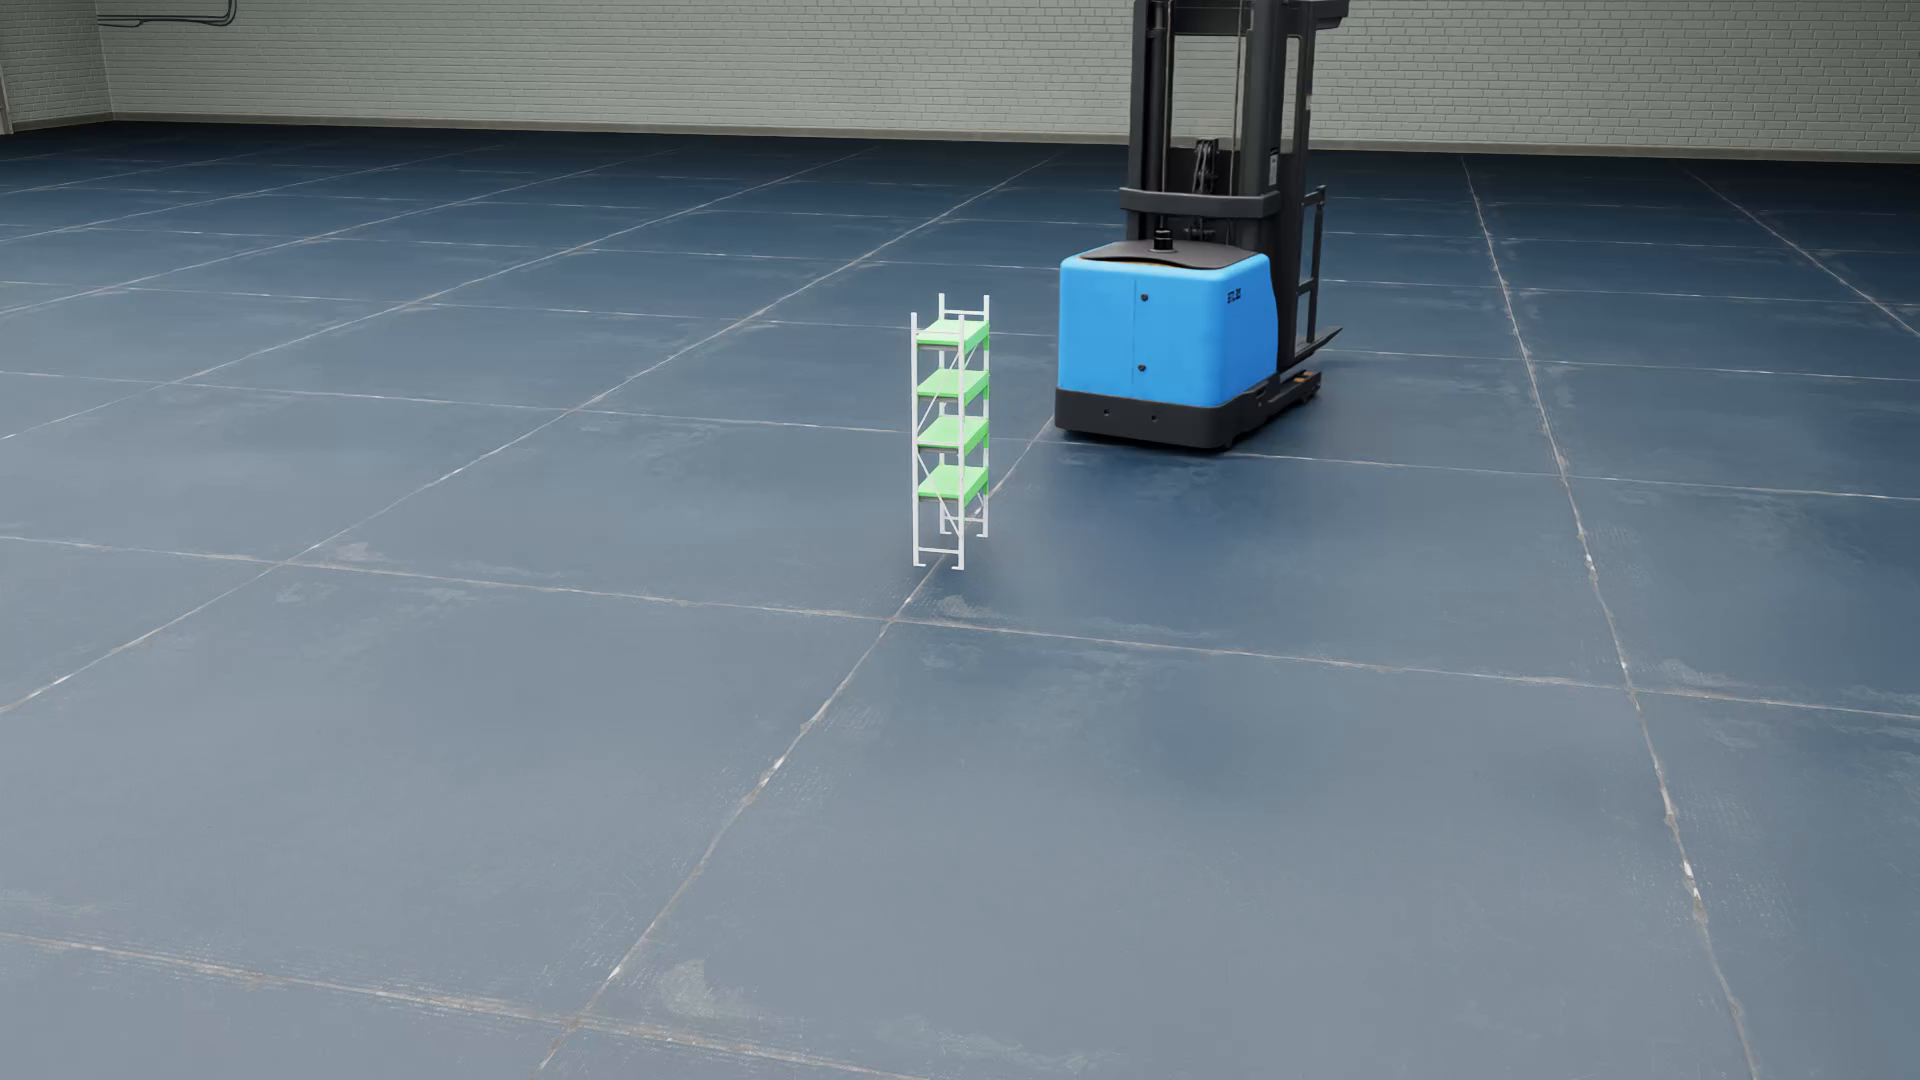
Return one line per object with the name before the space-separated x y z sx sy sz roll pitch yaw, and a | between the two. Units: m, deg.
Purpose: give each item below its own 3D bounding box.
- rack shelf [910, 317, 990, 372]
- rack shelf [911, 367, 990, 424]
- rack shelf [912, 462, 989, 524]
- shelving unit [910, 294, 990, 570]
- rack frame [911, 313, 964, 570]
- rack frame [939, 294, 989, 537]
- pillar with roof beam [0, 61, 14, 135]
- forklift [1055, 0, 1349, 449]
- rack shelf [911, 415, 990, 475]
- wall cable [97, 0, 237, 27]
rack shelf | -0.040 -0.910 7.707 0.258 0.148 0.480 5 19 13
rack shelf | -0.040 -0.683 7.785 0.258 0.148 0.480 5 19 13
rack shelf | -0.040 -0.228 7.940 0.258 0.148 0.480 5 19 13
shelving unit | -0.040 -0.516 7.842 0.258 1.200 0.503 5 19 13
rack frame | -0.100 -0.439 7.618 0.240 1.200 0.015 5 19 13
rack frame | 0.019 -0.592 8.066 0.240 1.200 0.015 5 19 13
pillar with roof beam | -12.390 -10.896 26.167 9.100 9.000 0.400 5 19 13
forklift | 1.726 -2.339 10.501 1.130 2.935 3.031 10 21 27
rack shelf | -0.040 -0.455 7.862 0.258 0.148 0.480 5 19 13
wall cable | -14.562 -10.586 30.062 3.097 2.526 0.112 5 19 13
